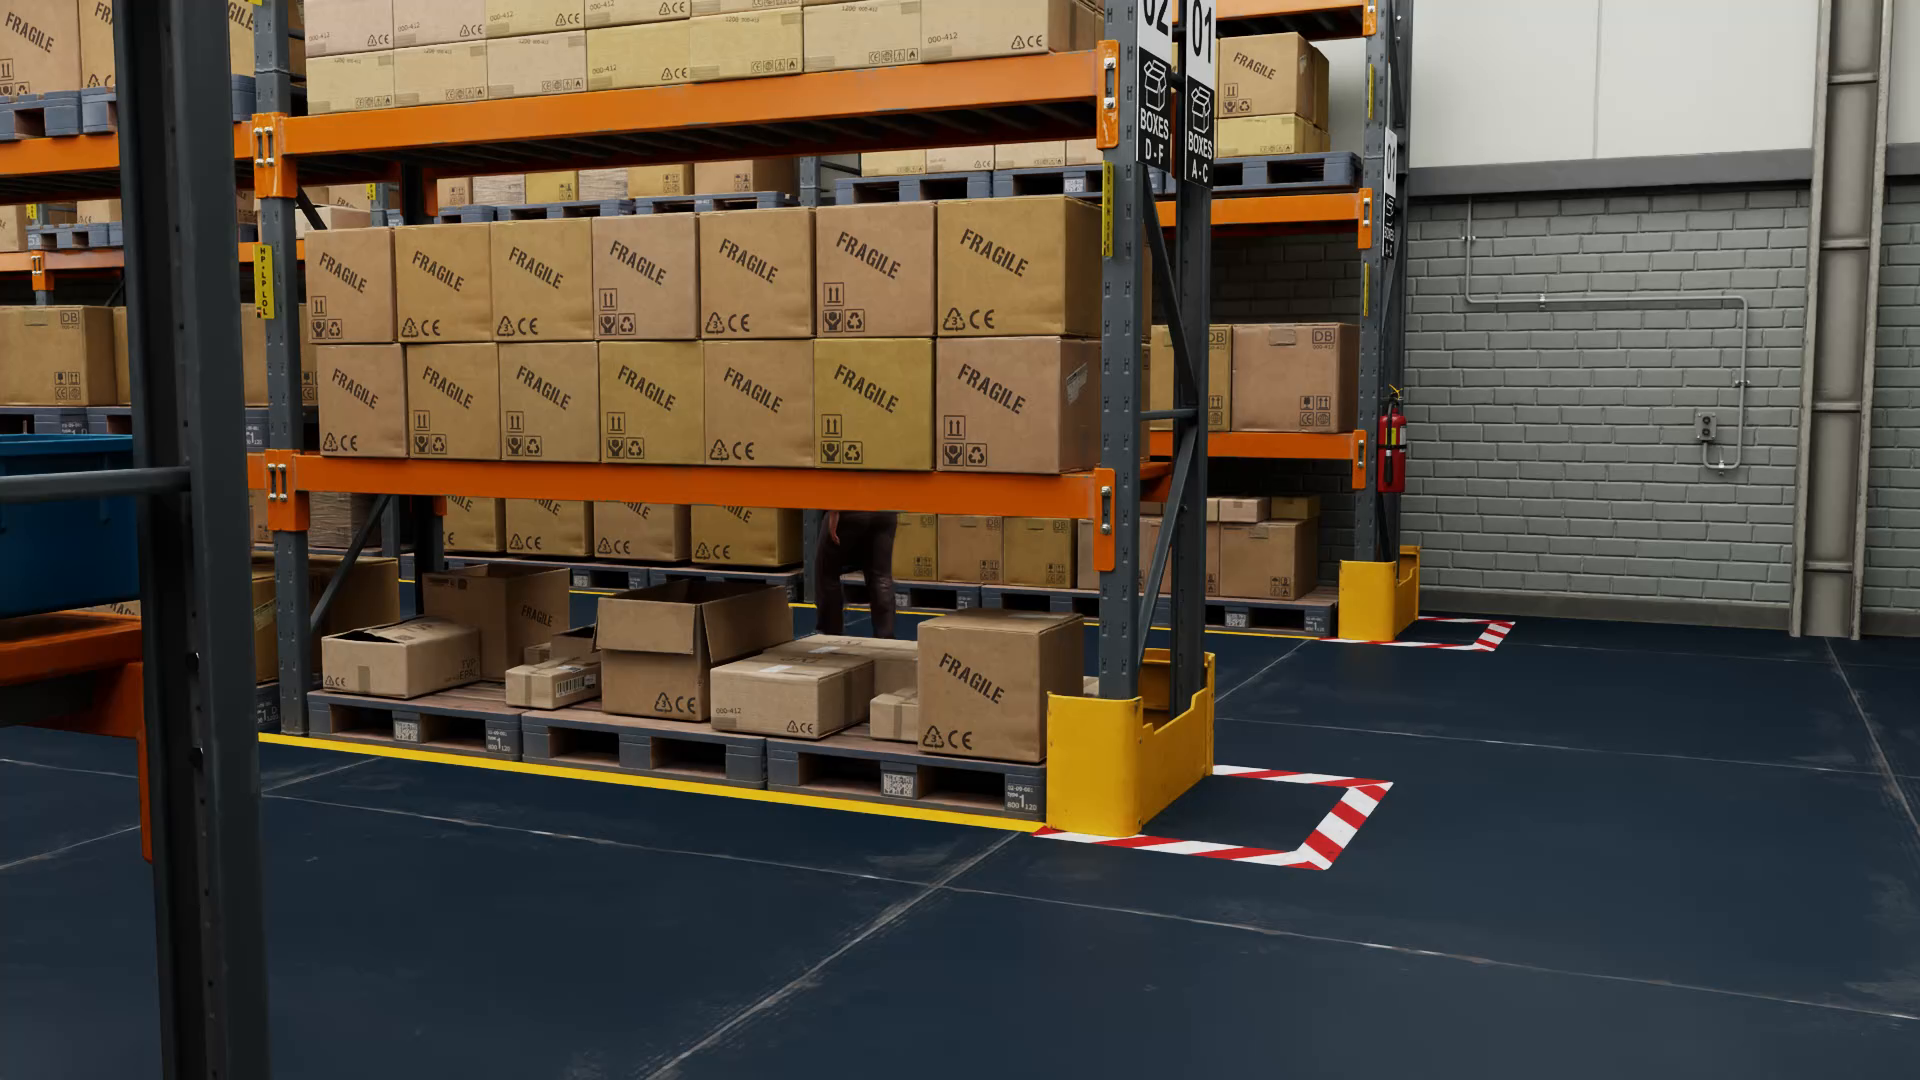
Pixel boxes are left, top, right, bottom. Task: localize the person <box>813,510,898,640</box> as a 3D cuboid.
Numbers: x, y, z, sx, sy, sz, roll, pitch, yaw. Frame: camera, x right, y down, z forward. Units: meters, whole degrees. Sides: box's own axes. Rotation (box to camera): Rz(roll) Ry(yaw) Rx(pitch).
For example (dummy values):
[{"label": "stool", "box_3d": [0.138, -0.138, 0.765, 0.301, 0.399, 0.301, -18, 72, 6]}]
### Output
[{"label": "person", "box_3d": [-0.605, -0.140, 9.610, 0.566, 1.745, 0.696, -4, 7, -34]}]
